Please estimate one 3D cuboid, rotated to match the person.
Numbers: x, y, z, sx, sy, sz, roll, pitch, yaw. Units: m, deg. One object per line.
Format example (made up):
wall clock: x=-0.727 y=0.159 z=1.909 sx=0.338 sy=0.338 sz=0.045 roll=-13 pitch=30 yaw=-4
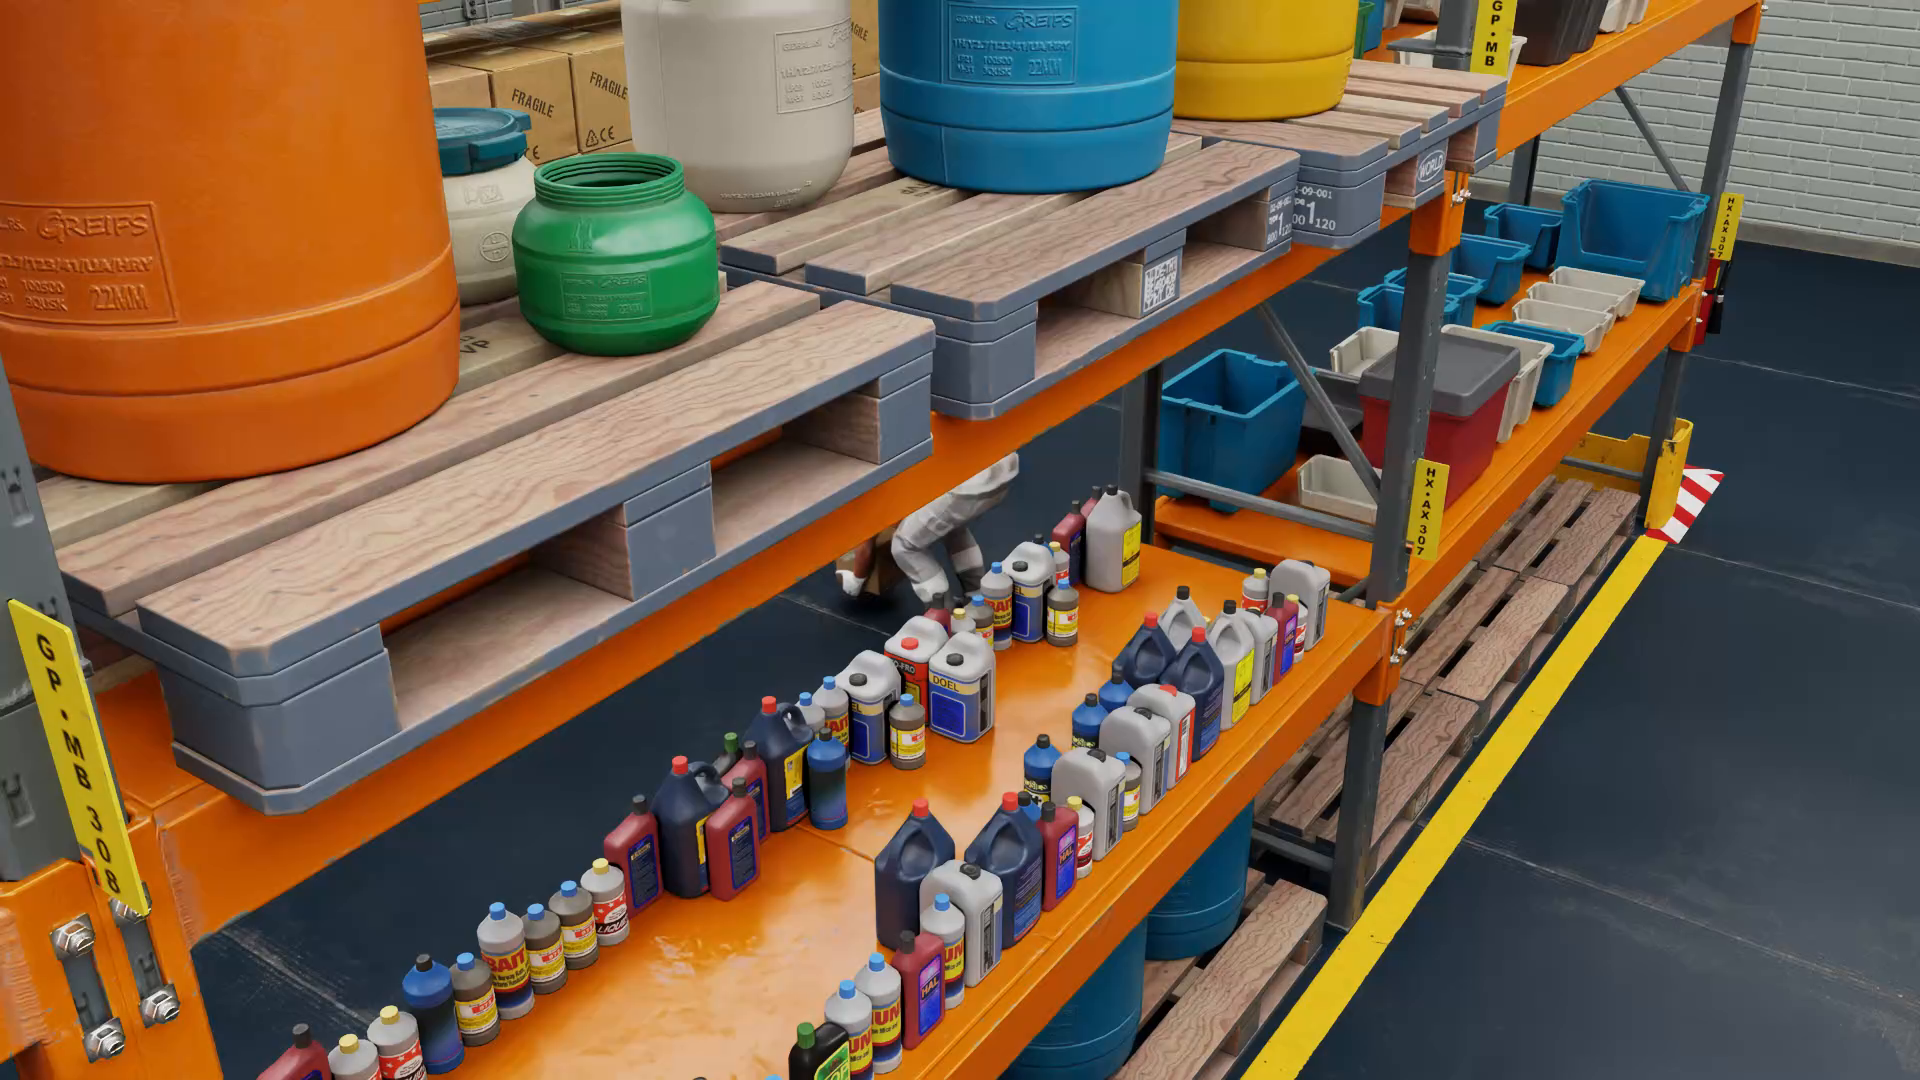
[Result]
person: x=-0.198 y=-0.094 z=7.621 sx=0.953 sy=1.023 sz=0.524 roll=16 pitch=31 yaw=28
